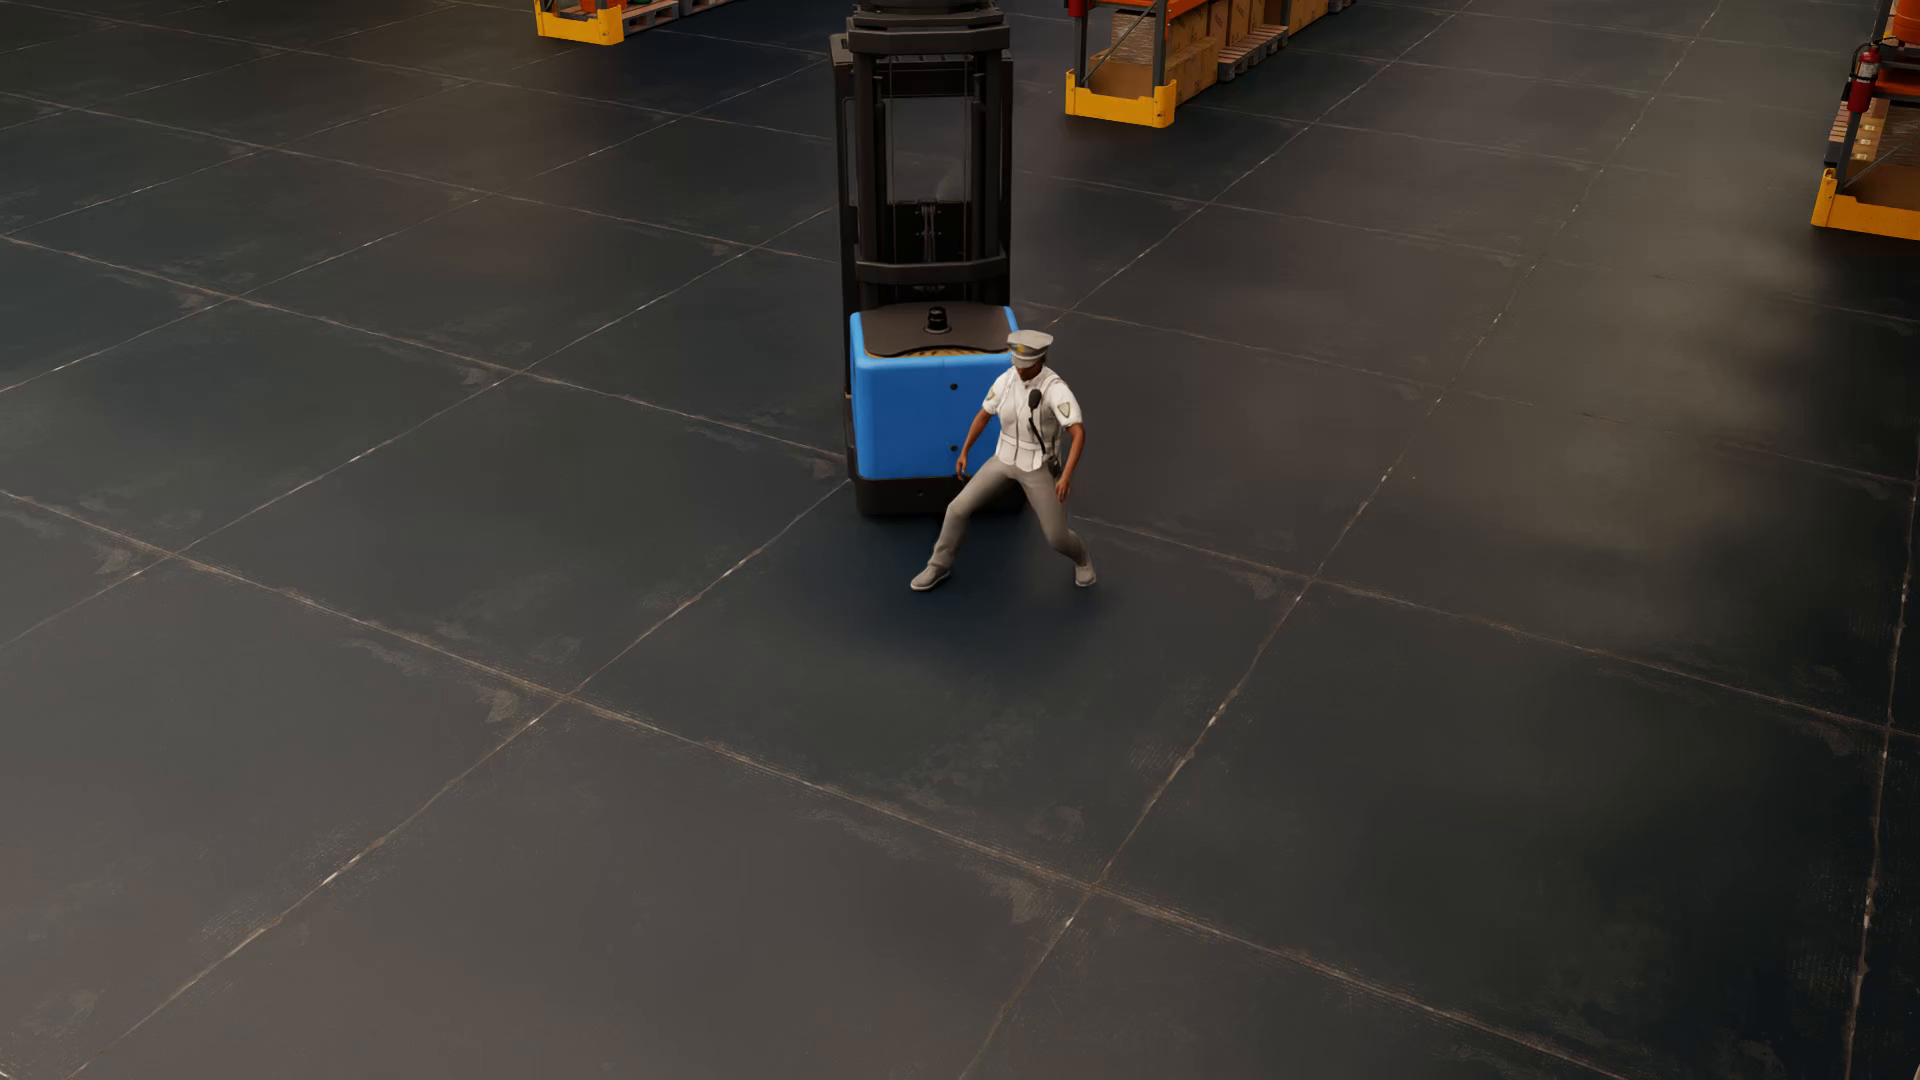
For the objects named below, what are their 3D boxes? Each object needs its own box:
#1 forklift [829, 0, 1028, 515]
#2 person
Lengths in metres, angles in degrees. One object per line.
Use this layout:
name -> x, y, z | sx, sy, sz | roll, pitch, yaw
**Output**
forklift -> -0.247, -2.135, 10.769 | 1.130, 2.935, 3.031 | -3, 30, -5
person -> 0.298, -0.402, 9.208 | 0.881, 1.525, 0.863 | 19, 35, 30
